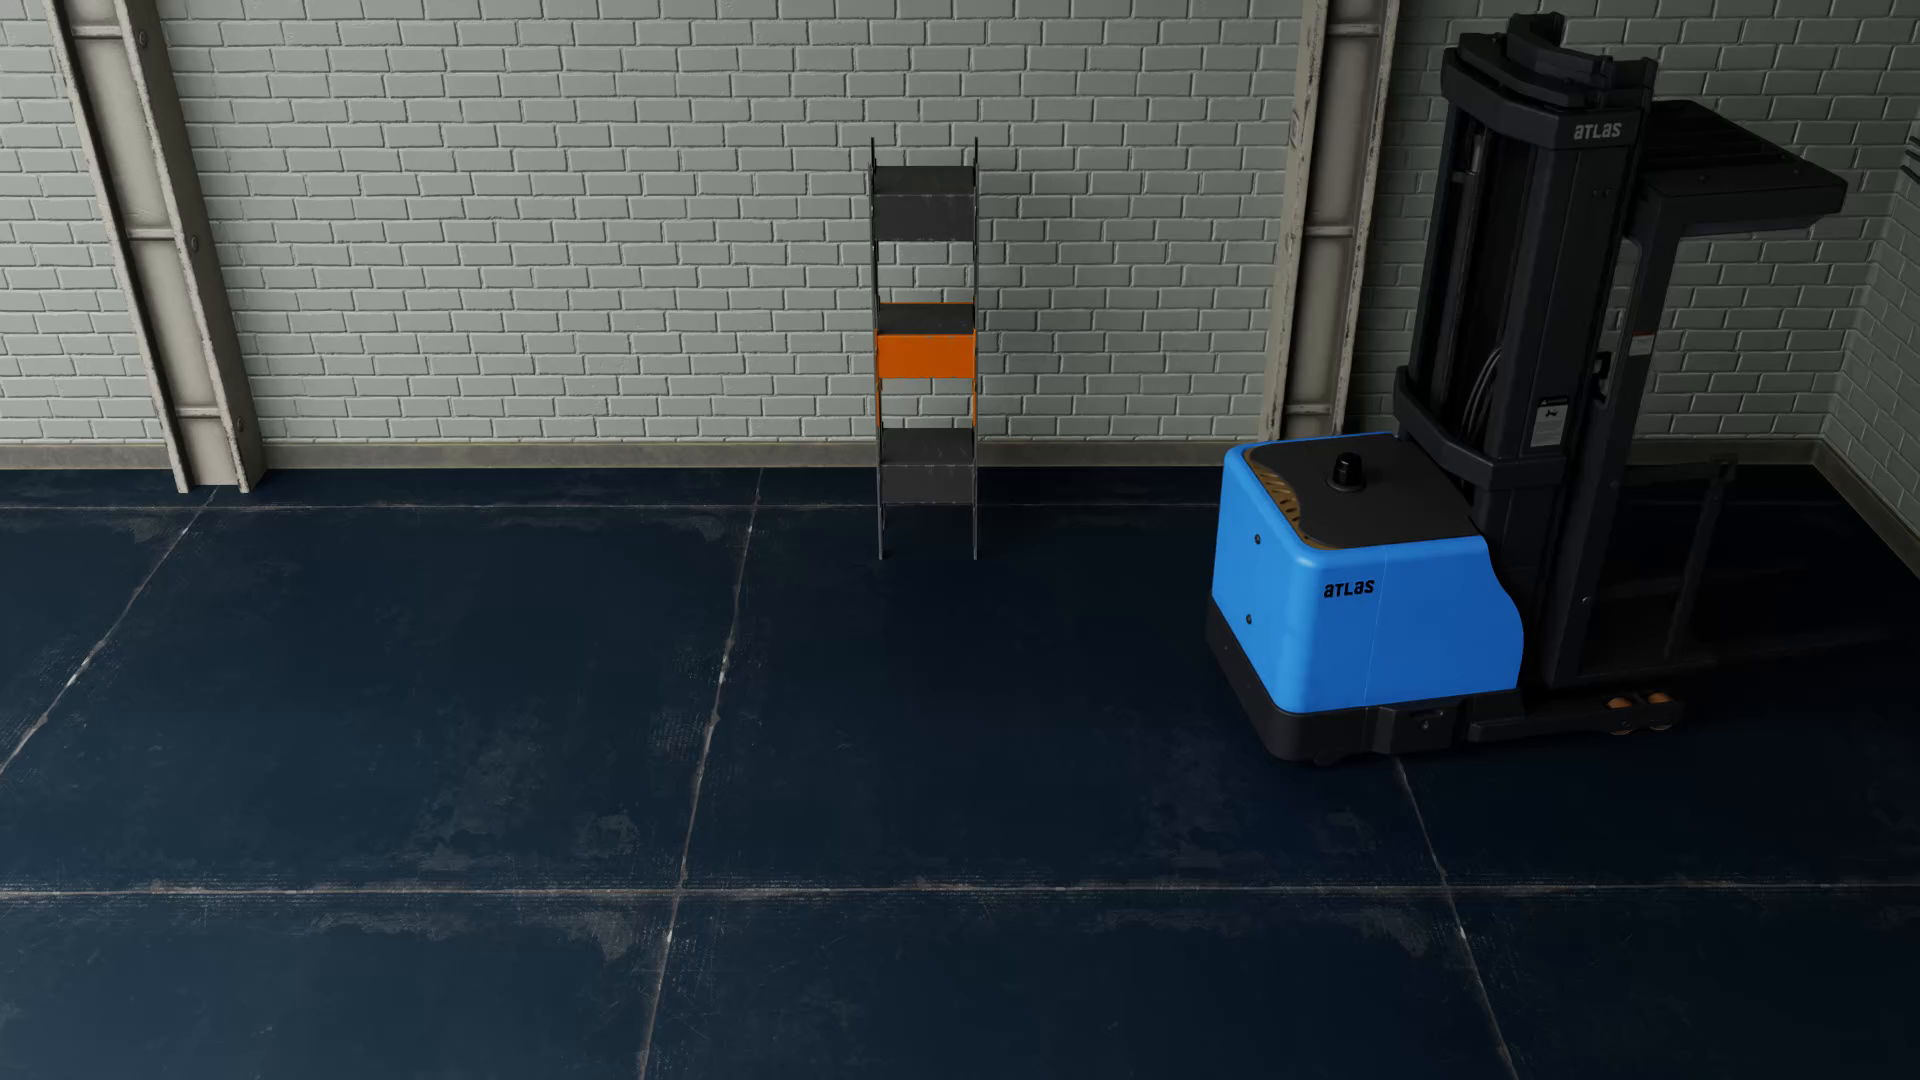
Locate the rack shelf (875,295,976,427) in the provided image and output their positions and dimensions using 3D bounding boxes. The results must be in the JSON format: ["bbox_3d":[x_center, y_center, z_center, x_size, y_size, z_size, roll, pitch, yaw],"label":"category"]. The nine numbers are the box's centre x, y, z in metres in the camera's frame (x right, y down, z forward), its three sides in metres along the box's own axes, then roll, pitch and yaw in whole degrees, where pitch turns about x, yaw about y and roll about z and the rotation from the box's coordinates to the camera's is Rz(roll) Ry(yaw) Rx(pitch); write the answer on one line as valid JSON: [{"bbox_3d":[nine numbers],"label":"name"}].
[{"bbox_3d":[-0.166,-0.885,8.212,0.480,0.518,0.431,0,31,0],"label":"rack shelf"}]

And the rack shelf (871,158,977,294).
[{"bbox_3d":[-0.166,-1.484,7.848,0.480,0.518,0.431,0,31,0],"label":"rack shelf"}]

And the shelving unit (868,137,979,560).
[{"bbox_3d":[-0.166,-0.897,8.204,0.503,2.100,0.431,0,31,0],"label":"shelving unit"}]

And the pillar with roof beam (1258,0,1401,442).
[{"bbox_3d":[1.907,-1.974,3.329,0.400,9.000,9.100,0,31,0],"label":"pillar with roof beam"}]

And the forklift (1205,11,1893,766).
[{"bbox_3d":[2.725,-0.656,7.006,3.031,2.935,1.130,-6,32,-9],"label":"forklift"}]

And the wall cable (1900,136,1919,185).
[{"bbox_3d":[4.835,-2.203,6.700,0.112,2.526,3.097,0,31,0],"label":"wall cable"}]

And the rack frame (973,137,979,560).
[{"bbox_3d":[0.078,-0.898,8.206,0.015,2.100,0.400,0,31,0],"label":"rack frame"}]

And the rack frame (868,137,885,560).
[{"bbox_3d":[-0.410,-0.896,8.203,0.015,2.100,0.400,0,31,0],"label":"rack frame"}]

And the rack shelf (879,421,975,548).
[{"bbox_3d":[-0.166,-0.287,8.575,0.480,0.518,0.431,0,31,0],"label":"rack shelf"}]

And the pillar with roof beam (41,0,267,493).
[{"bbox_3d":[-4.093,-1.956,3.298,0.400,9.000,9.100,0,31,0],"label":"pillar with roof beam"}]
